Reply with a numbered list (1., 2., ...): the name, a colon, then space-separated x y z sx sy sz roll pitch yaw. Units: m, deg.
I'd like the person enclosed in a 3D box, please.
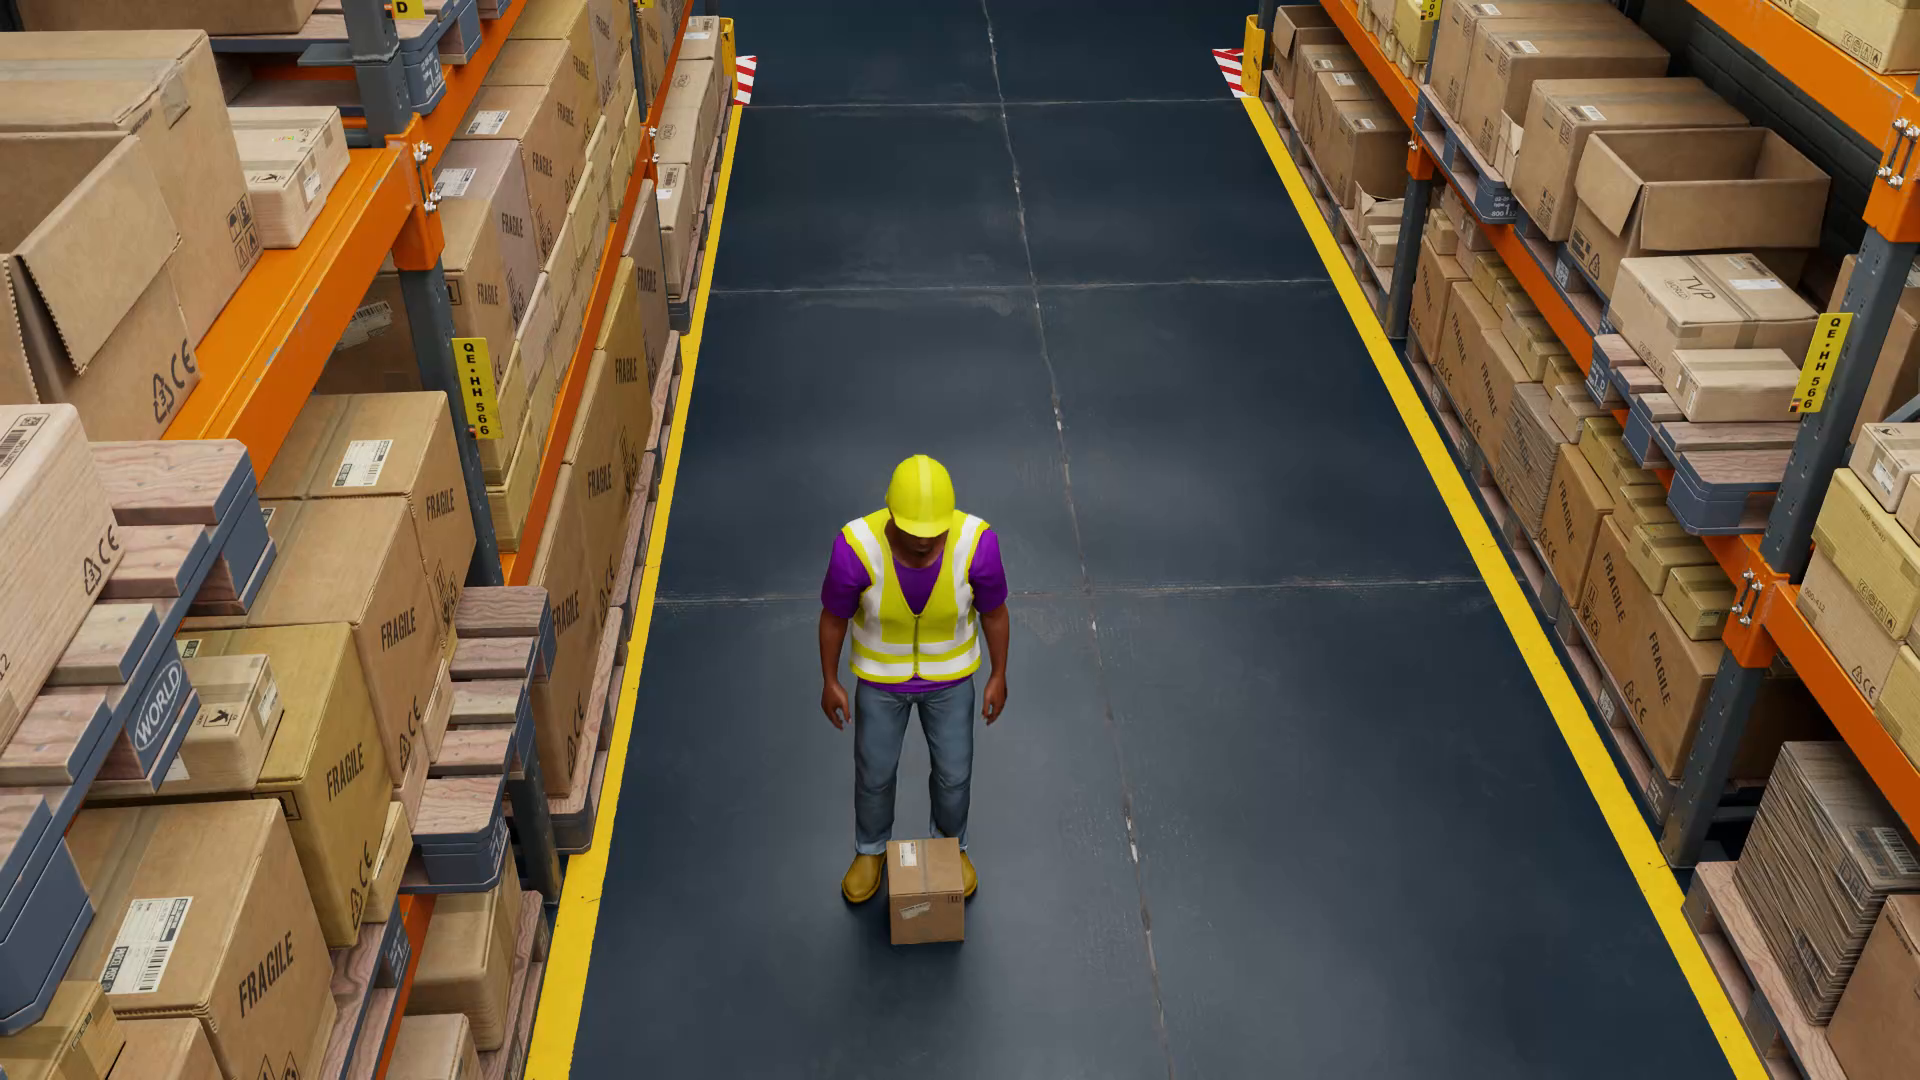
1. person: -0.148 0.457 5.477 0.627 1.761 0.458 -3 35 -4
